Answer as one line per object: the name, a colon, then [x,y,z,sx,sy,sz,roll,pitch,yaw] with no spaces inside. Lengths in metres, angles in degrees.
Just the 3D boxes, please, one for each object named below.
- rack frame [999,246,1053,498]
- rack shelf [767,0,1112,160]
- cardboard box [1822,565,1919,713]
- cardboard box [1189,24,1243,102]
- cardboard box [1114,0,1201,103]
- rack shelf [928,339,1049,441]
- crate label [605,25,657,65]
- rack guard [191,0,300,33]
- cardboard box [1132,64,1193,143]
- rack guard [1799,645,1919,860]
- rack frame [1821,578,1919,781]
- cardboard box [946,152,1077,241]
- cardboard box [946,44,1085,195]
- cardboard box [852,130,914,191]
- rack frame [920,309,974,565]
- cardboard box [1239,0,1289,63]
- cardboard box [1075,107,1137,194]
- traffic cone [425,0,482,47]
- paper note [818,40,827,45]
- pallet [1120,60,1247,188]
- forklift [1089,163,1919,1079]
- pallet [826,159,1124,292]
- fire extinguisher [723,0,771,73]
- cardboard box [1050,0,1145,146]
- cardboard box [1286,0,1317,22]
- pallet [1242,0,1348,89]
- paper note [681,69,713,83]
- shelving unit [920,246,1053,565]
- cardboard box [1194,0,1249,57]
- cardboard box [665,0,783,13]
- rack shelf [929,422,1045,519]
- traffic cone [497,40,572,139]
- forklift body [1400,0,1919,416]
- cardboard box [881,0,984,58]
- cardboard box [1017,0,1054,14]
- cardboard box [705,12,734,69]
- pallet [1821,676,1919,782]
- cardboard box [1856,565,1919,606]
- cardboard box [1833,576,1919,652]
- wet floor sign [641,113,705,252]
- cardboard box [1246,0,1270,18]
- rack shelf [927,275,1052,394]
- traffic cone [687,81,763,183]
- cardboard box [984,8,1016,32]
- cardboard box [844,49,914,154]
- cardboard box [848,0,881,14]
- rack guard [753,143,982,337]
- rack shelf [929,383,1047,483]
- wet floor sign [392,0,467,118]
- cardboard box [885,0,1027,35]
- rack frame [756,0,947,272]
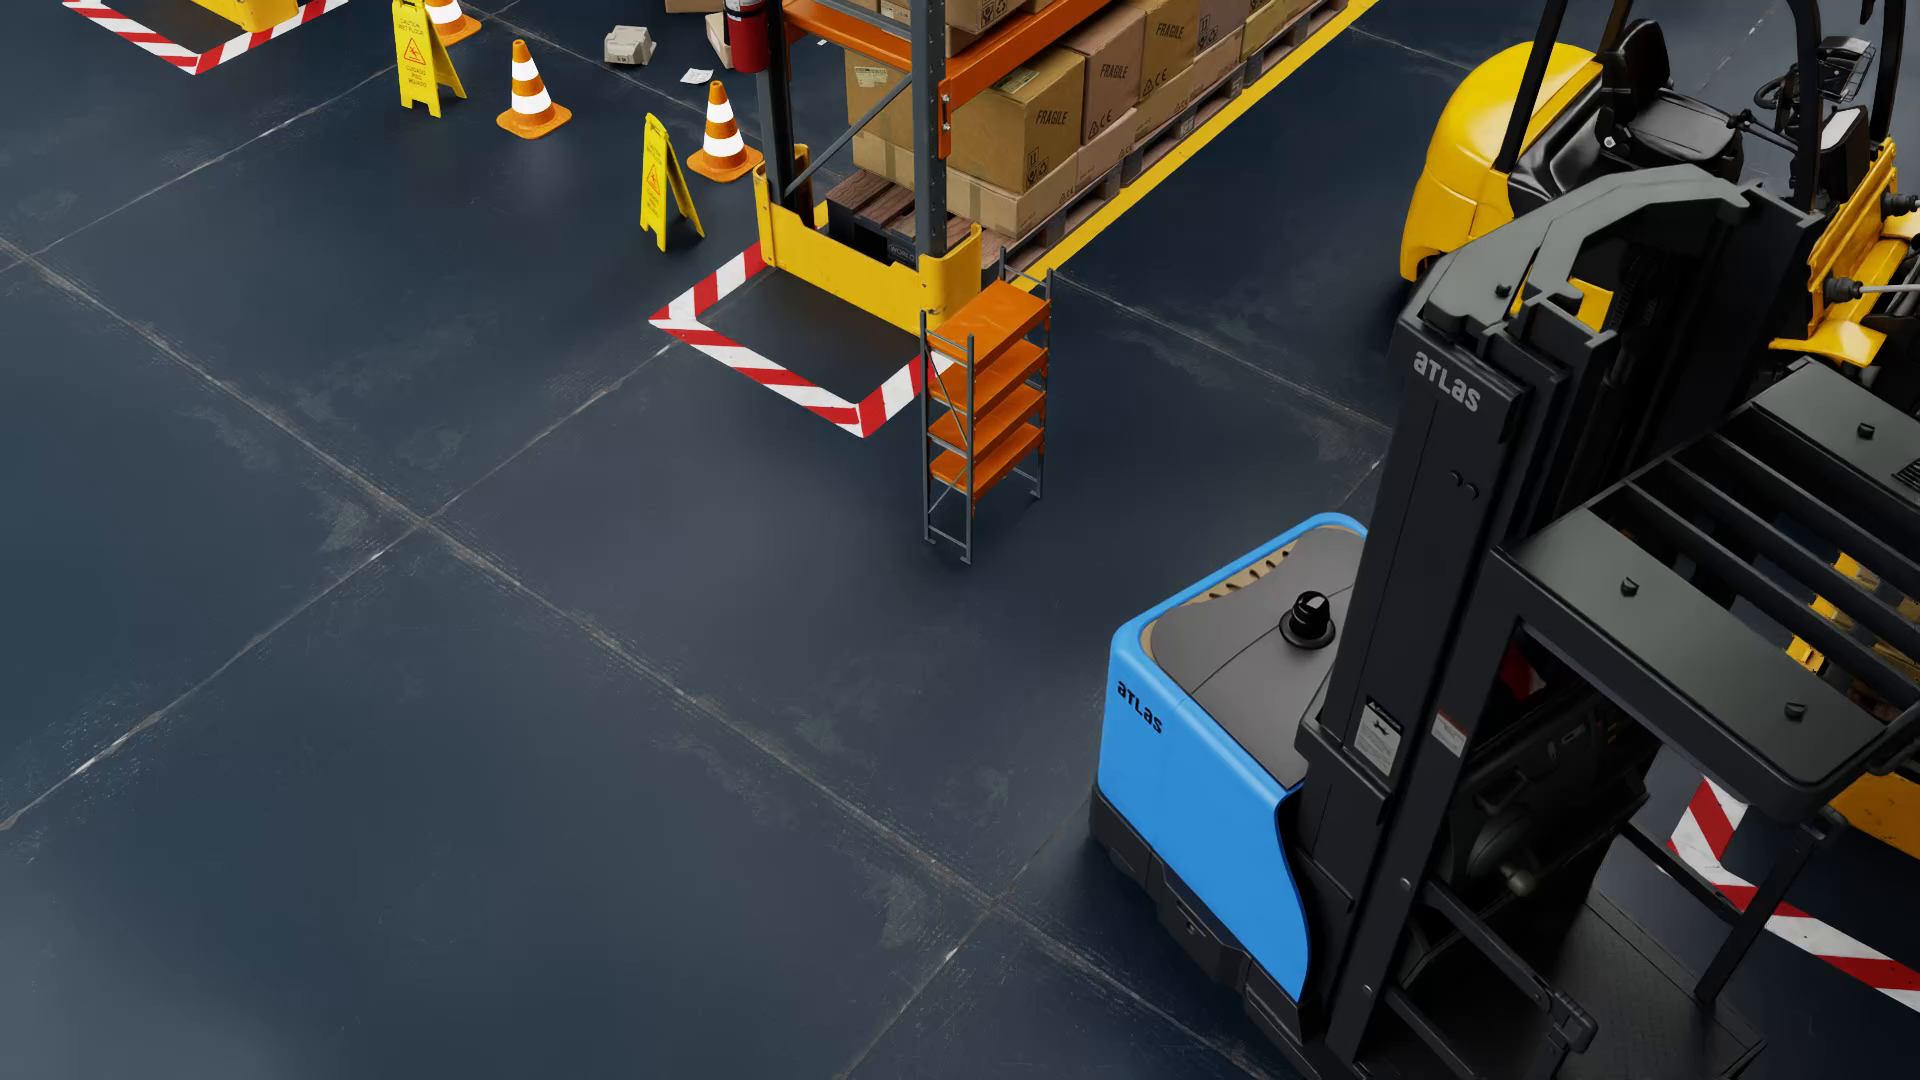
rack frame: [0.250,-0.649,6.705,0.240,1.200,0.015,29,53,25]
rack shelf: [0.734,-3.128,8.326,1.077,0.370,4.000,29,53,25]
cardboard box: [3.478,0.356,6.111,0.500,0.250,0.500,30,53,25]
cardboard box: [1.176,-2.661,8.993,0.500,0.250,0.500,30,53,26]
cardboard box: [0.866,-2.624,8.439,0.500,0.500,0.500,30,53,26]
rack shelf: [0.101,-0.617,6.458,0.258,0.148,0.480,29,53,25]
crate label: [-1.902,-2.833,9.526,0.250,0.136,0.298,6,47,5]
rack guard: [-4.483,-3.485,9.898,1.175,0.500,0.348,29,53,25]
cardboard box: [0.865,-2.373,8.718,0.500,0.250,0.500,33,54,27]
rack guard: [3.426,0.837,5.769,1.175,0.500,0.348,29,53,25]
rack frame: [3.441,-0.040,4.878,1.000,3.000,0.127,29,53,25]
cardboard box: [0.223,-1.767,8.139,0.500,0.250,0.500,29,53,25]
cardboard box: [0.237,-2.039,7.881,0.500,0.500,0.500,28,52,24]
cardboard box: [-0.193,-2.023,8.383,0.500,0.250,0.500,29,53,25]
rack frame: [-0.048,-0.370,6.438,0.240,1.200,0.015,29,53,25]
cardboard box: [1.490,-2.950,9.269,0.500,0.250,0.500,28,52,24]
cardboard box: [0.541,-2.055,8.415,0.500,0.250,0.500,31,54,26]
traffic cone: [-3.020,-3.162,9.616,0.336,0.463,0.334,29,53,25]
paper note: [-0.779,-2.915,9.692,0.032,0.001,0.123,29,53,25]
pallet: [0.828,-2.457,9.115,1.003,0.211,1.213,29,53,25]
forklift: [1.719,0.681,4.237,1.130,2.935,3.031,-27,52,-24]
pallet: [0.082,-1.762,8.451,1.003,0.211,1.213,29,53,25]
fire extinguisher: [-0.924,-2.344,7.132,0.296,0.674,0.183,29,53,25]
cardboard box: [0.553,-2.341,8.169,0.500,0.500,0.500,27,52,24]
cardboard box: [1.808,-3.259,9.565,0.500,0.250,0.500,32,54,27]
pallet: [1.574,-3.158,9.785,1.003,0.211,1.213,29,53,25]
paper note: [-1.486,-2.627,9.403,0.148,0.019,0.142,13,48,12]
shelving unit: [0.101,-0.509,6.571,0.258,1.200,0.503,29,53,25]
cardboard box: [1.186,-2.934,8.735,0.500,0.500,0.500,32,54,27]
cardboard box: [-1.419,-3.494,9.904,0.797,0.503,0.637,-2,46,-2]
rack shelf: [0.101,-0.326,6.764,0.258,0.148,0.480,29,53,25]
traffic cone: [-2.333,-2.468,8.953,0.336,0.463,0.334,29,53,25]
forklift body: [3.157,-1.638,6.992,2.313,2.155,1.214,29,53,25]
cardboard box: [-0.118,-2.248,7.162,0.380,0.149,0.250,29,53,25]
cardboard box: [0.252,-2.515,7.416,0.380,0.149,0.250,28,52,24]
cardboard box: [-1.287,-2.890,9.572,0.250,0.149,0.380,-17,49,-15]
pallet: [3.876,0.467,6.322,1.003,0.211,1.213,29,53,25]
cardboard box: [3.476,0.018,5.743,0.500,0.250,0.500,31,54,26]
cardboard box: [3.491,0.176,5.938,0.500,0.250,0.500,29,53,25]
wet floor sign: [-1.452,-1.783,8.172,0.232,0.644,0.267,-25,51,-22]
cardboard box: [1.498,-3.226,9.015,0.500,0.500,0.500,30,53,26]
rack shelf: [0.101,-0.781,6.287,0.258,0.148,0.480,29,53,25]
traffic cone: [-1.247,-2.172,8.670,0.336,0.463,0.334,29,53,25]
cardboard box: [0.025,-2.399,7.306,0.380,0.149,0.250,30,53,26]
cardboard box: [-0.206,-2.260,8.092,0.500,0.500,0.500,30,53,25]
cardboard box: [-0.430,-2.454,7.358,0.380,0.149,0.250,31,54,26]
rack guard: [-0.443,-1.412,7.918,1.175,0.500,0.348,29,53,25]
rack shelf: [0.101,-0.463,6.620,0.258,0.148,0.480,29,53,25]
wet floor sign: [-2.919,-2.657,9.007,0.267,0.644,0.232,21,50,19]
cardboard box: [0.020,-2.518,6.971,0.500,0.500,0.500,28,53,24]
rack frame: [-0.489,-2.232,6.972,1.000,3.000,0.127,29,53,25]
